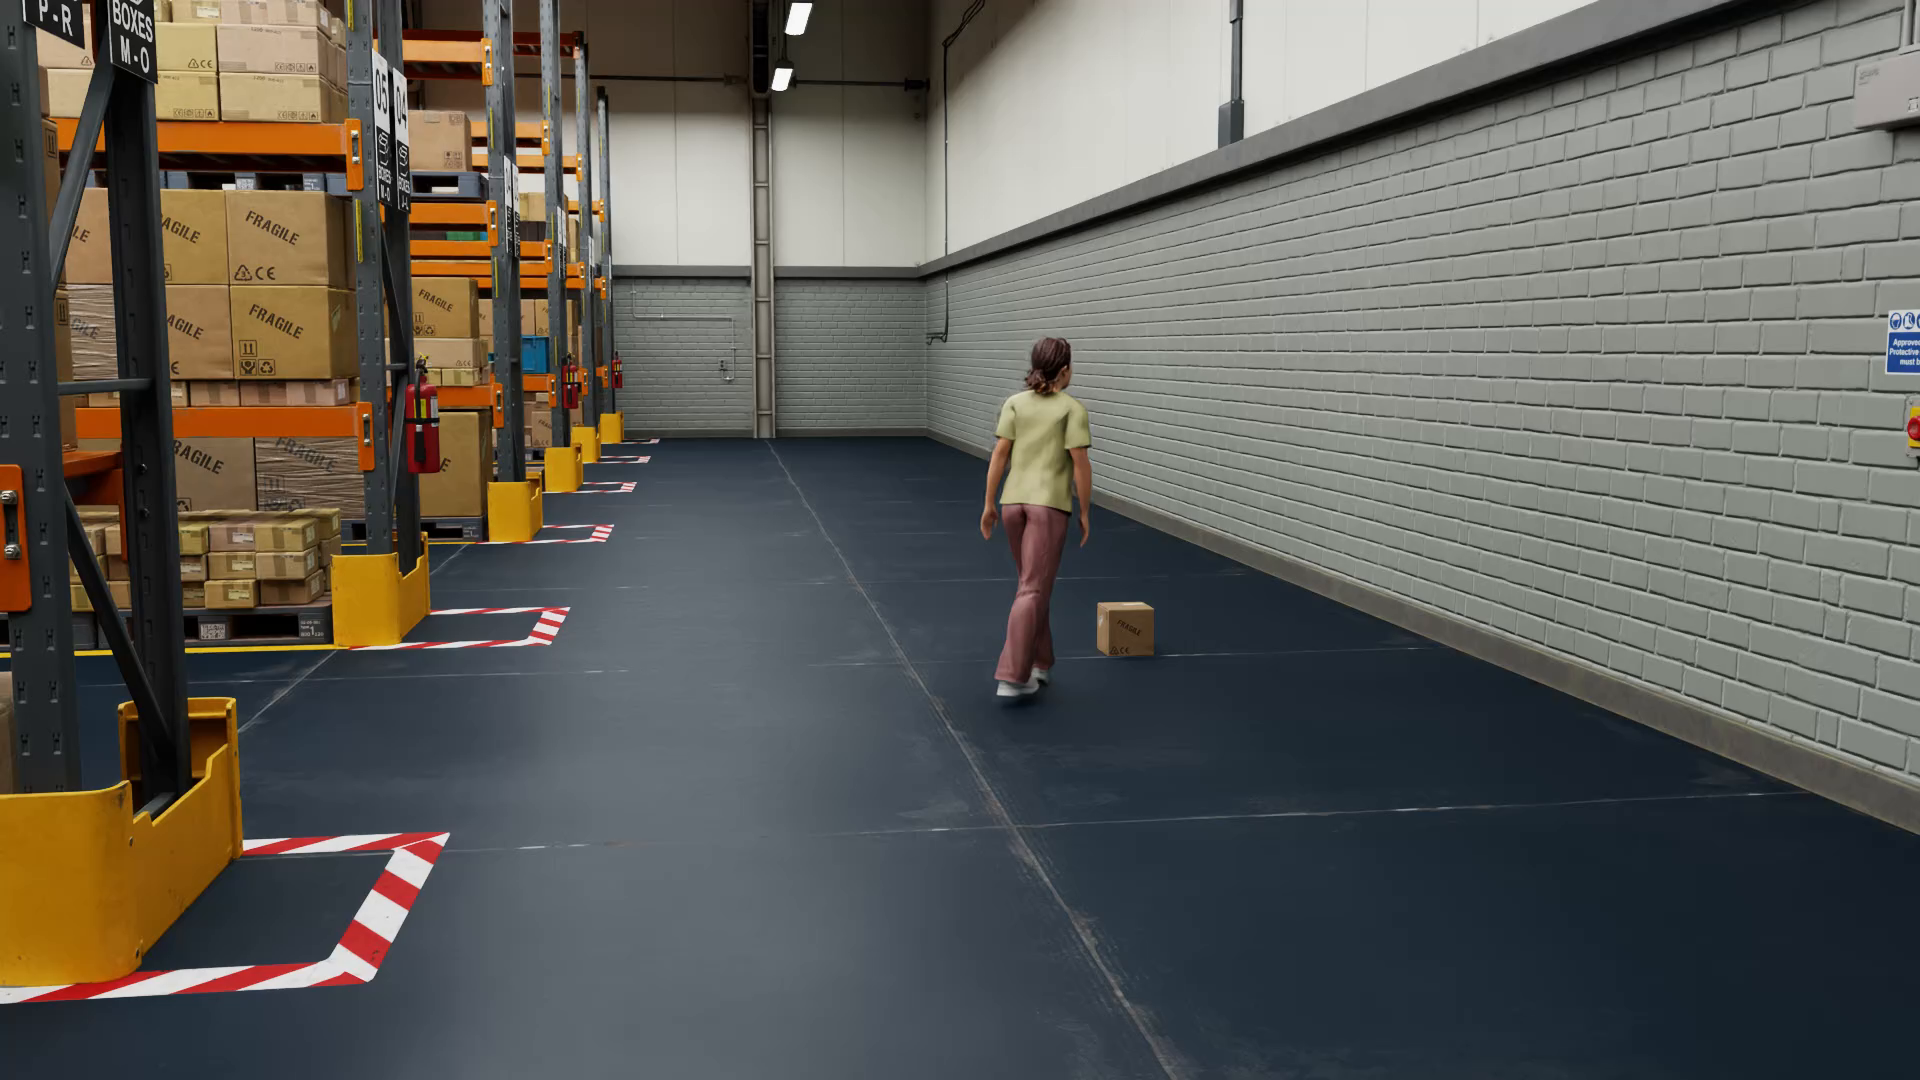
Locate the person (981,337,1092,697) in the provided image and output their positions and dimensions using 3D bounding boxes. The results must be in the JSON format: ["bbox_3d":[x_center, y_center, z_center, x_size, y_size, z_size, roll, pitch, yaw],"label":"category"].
[{"bbox_3d":[0.382,-0.090,7.723,0.479,1.690,0.690,4,8,33],"label":"person"}]
